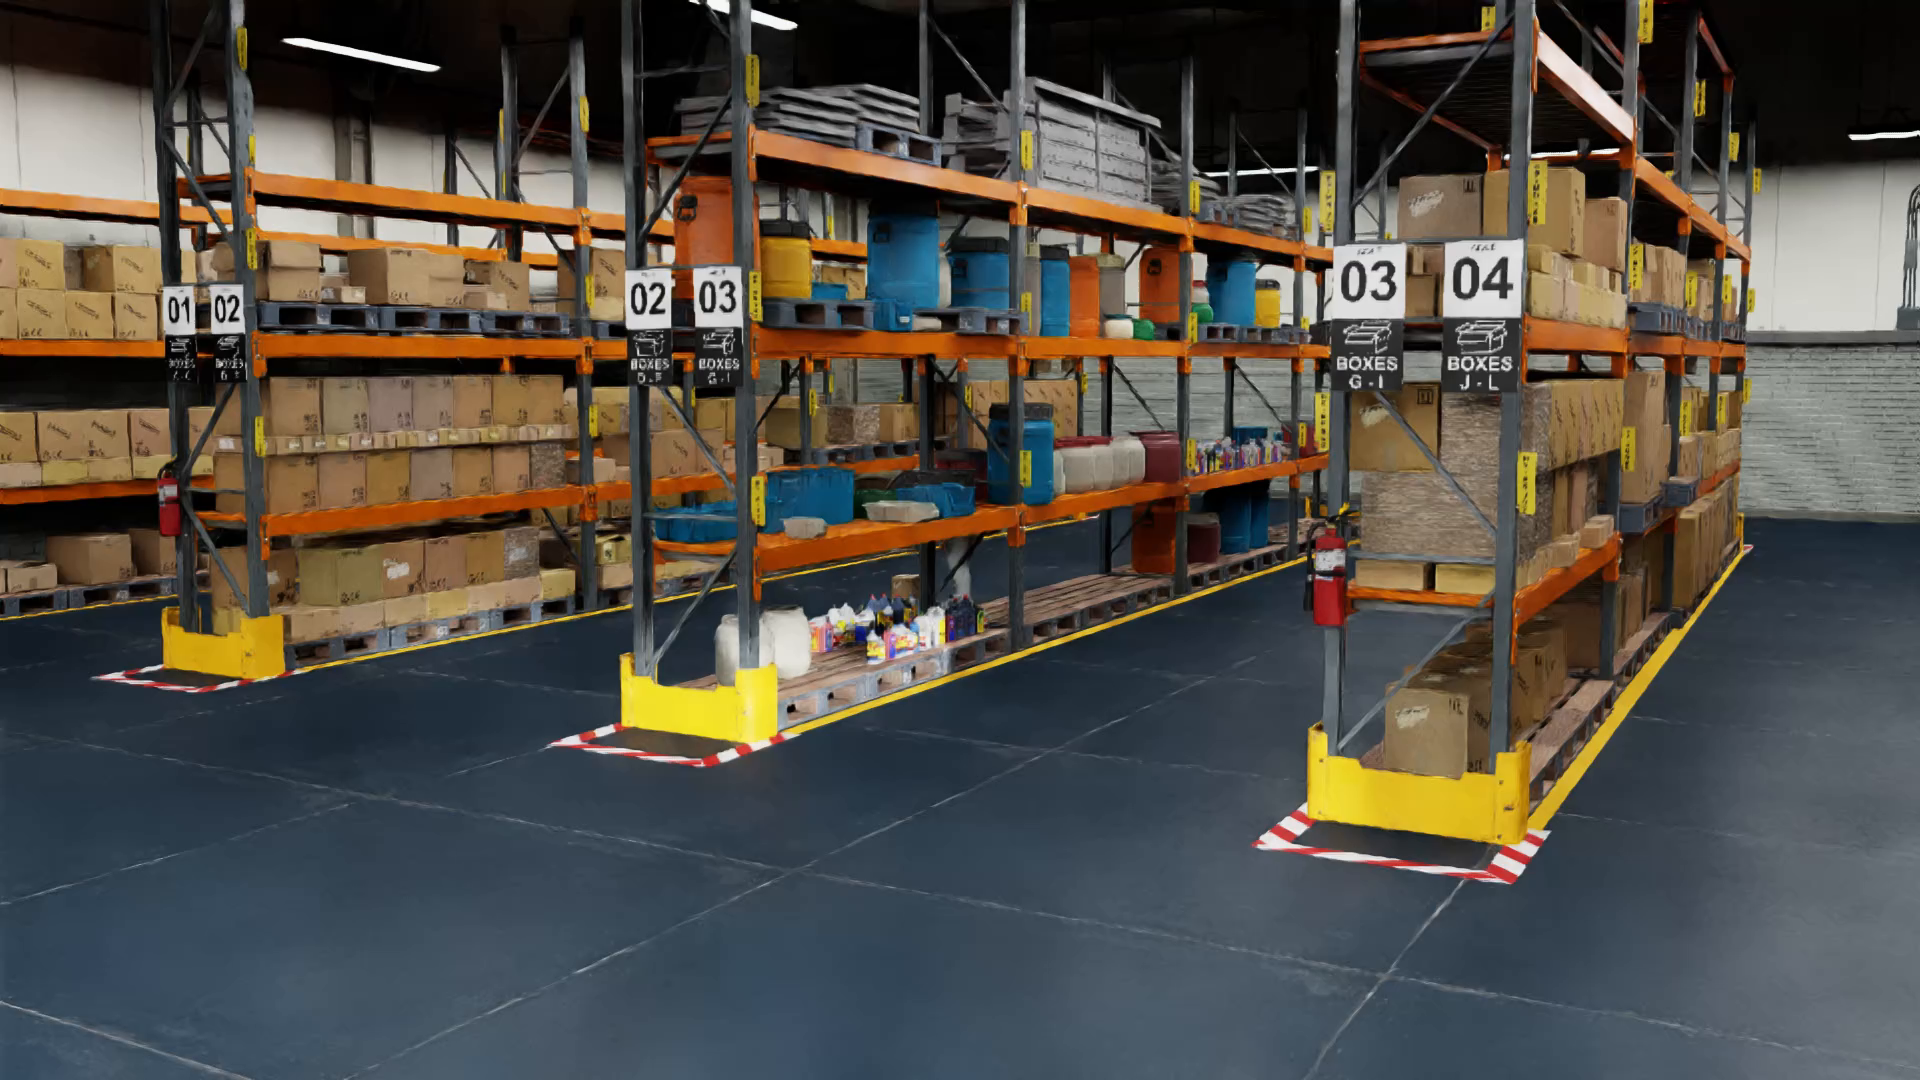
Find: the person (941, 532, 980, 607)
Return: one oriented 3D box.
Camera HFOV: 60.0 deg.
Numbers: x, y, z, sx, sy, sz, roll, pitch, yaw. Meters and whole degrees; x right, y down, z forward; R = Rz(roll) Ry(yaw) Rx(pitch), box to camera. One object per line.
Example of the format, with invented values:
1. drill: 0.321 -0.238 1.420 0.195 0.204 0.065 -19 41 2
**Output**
1. person: -0.024 -0.088 17.059 0.569 1.652 0.672 4 7 34
